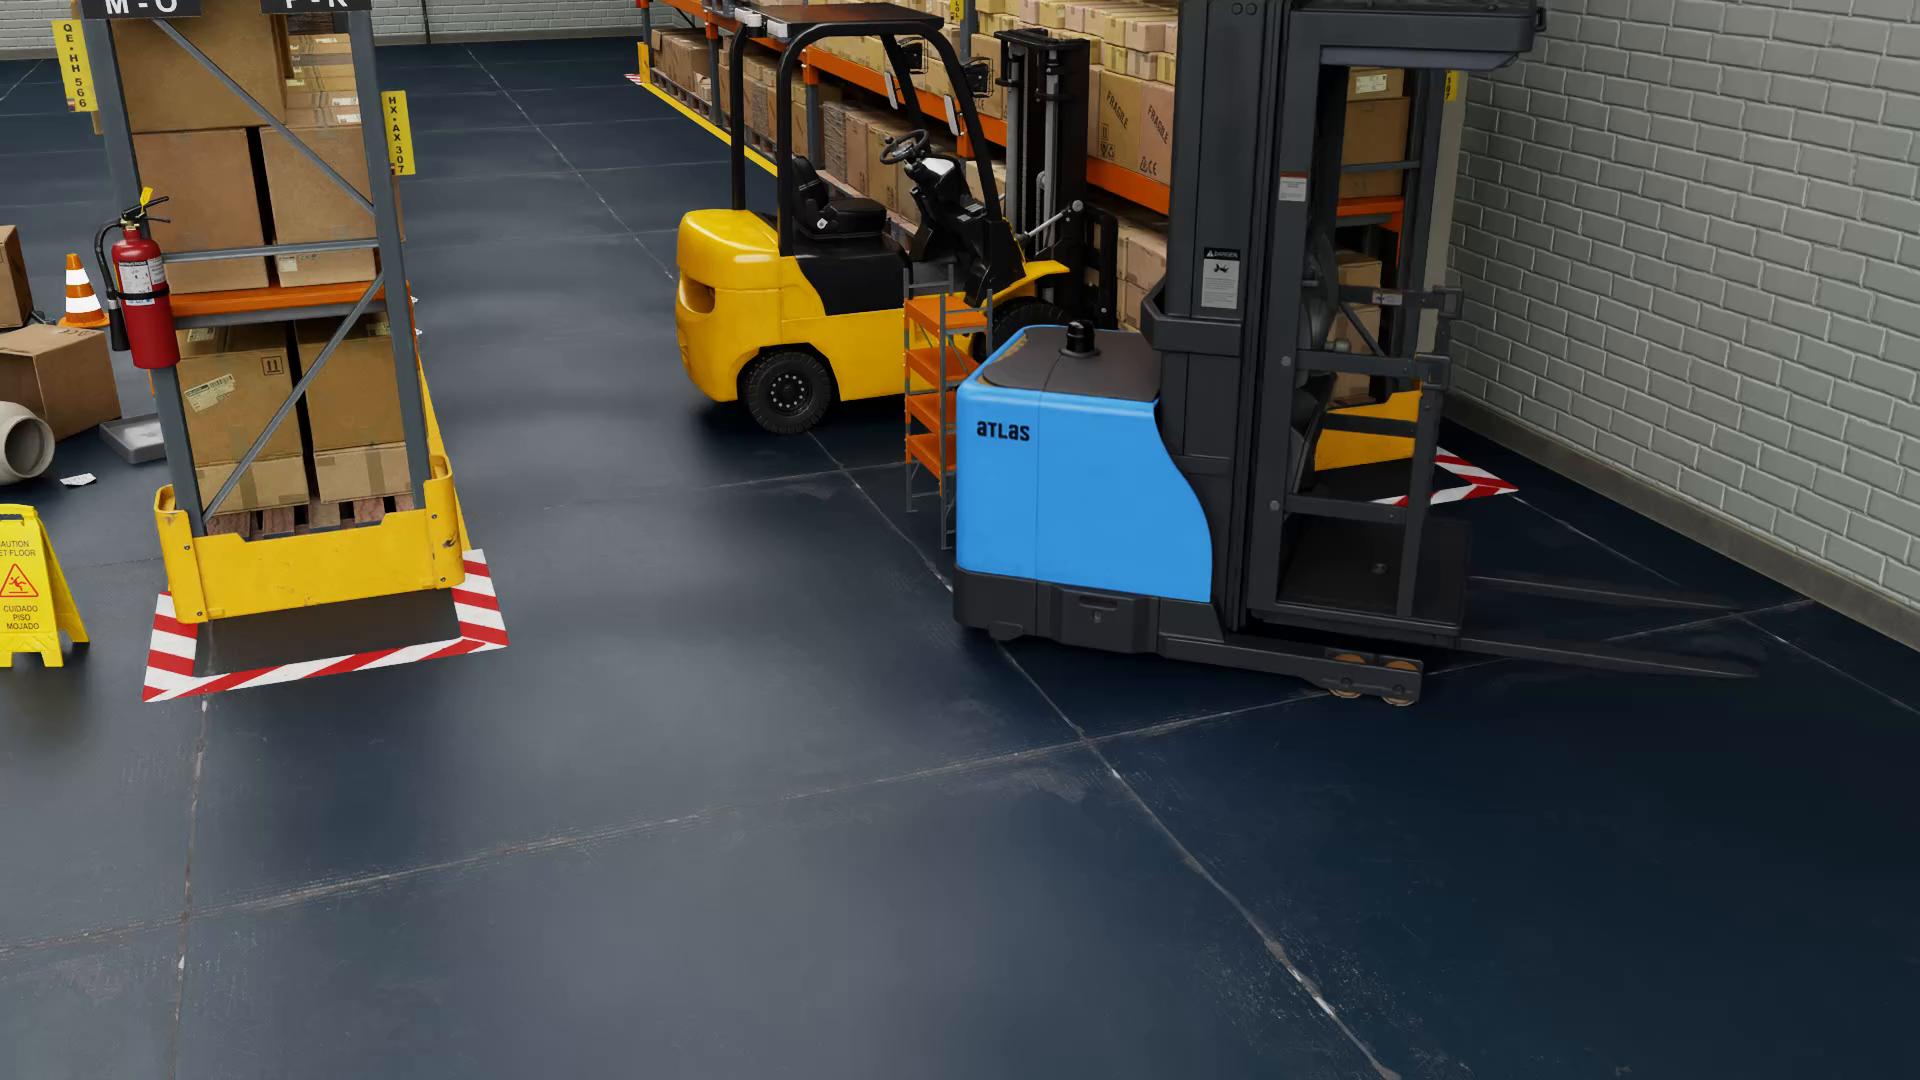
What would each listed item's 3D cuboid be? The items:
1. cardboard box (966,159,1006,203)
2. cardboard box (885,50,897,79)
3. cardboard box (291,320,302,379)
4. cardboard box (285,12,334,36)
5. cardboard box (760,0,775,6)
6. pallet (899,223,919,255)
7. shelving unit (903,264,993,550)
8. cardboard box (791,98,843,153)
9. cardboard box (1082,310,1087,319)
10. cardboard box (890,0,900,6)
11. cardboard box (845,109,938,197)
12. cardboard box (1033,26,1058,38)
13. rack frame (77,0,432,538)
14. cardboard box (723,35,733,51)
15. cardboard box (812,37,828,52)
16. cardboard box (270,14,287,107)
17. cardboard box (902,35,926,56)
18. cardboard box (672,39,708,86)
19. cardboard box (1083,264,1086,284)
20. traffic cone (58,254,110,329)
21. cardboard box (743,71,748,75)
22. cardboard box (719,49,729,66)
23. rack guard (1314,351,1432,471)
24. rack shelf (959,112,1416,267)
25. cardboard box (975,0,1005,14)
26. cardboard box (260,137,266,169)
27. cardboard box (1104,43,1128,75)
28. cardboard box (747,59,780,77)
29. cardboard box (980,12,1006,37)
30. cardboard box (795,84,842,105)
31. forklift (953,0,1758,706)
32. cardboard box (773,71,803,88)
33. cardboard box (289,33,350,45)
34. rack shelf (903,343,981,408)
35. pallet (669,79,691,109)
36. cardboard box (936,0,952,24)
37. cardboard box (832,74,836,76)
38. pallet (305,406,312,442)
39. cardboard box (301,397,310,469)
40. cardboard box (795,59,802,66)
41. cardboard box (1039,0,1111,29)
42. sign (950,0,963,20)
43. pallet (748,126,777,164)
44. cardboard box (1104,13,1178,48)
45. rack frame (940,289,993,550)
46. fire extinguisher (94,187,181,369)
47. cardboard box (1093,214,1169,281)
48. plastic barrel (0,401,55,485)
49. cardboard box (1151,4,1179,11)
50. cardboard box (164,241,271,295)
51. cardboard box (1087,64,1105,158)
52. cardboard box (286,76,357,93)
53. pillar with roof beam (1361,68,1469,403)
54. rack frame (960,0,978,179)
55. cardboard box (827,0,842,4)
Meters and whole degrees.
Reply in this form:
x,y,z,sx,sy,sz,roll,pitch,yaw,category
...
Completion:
x,y,z,sx,sy,sz,roll,pitch,yaw,category
0.364,-2.445,11.402,0.500,0.250,0.500,-9,24,-20,cardboard box
-0.266,-3.722,12.911,0.500,0.250,0.500,-8,24,-19,cardboard box
-3.629,-1.042,8.394,0.500,0.500,0.500,-9,24,-20,cardboard box
-4.053,-3.181,10.382,0.500,0.500,0.500,-8,24,-18,cardboard box
-1.602,-5.194,15.863,0.500,0.250,0.500,-10,25,-21,cardboard box
0.190,-2.254,12.827,1.003,0.211,1.213,-8,24,-19,pallet
-0.059,-0.613,7.660,0.258,1.200,0.503,-8,24,-19,shelving unit
-1.444,-4.079,16.244,0.500,0.500,0.500,-9,24,-20,cardboard box
0.899,-1.428,10.275,0.500,0.250,0.500,-8,24,-17,cardboard box
-0.321,-4.176,12.831,0.380,0.149,0.250,-8,24,-19,cardboard box
-0.481,-3.365,14.388,0.875,0.625,0.625,-8,24,-17,cardboard box
0.673,-3.090,10.255,0.380,0.149,0.250,-9,24,-20,cardboard box
-2.743,-1.141,6.595,1.000,3.000,0.127,-8,24,-19,rack frame
-2.405,-5.503,18.403,0.380,0.149,0.250,-9,24,-20,cardboard box
-0.998,-4.466,14.678,0.500,0.250,0.500,-8,24,-19,cardboard box
-3.299,-2.126,7.132,0.700,0.500,0.500,-8,24,-18,cardboard box
-0.114,-3.767,12.376,0.500,0.250,0.500,-9,24,-20,cardboard box
-3.266,-5.922,20.615,0.500,0.500,0.500,-8,24,-18,cardboard box
0.893,-1.665,10.194,0.500,0.250,0.500,-8,24,-19,cardboard box
-5.903,-1.684,11.150,0.336,0.463,0.334,-8,24,-19,traffic cone
-2.182,-4.827,18.017,0.500,0.500,0.500,-9,24,-20,cardboard box
-2.462,-5.357,18.441,0.380,0.149,0.250,-7,24,-16,cardboard box
1.908,-0.663,8.679,1.175,0.500,0.348,-8,24,-19,rack guard
1.193,-2.219,10.078,1.077,0.370,4.000,-8,24,-19,rack shelf
0.322,-3.602,11.088,0.380,0.149,0.250,-8,24,-18,cardboard box
-3.700,-2.035,8.205,0.500,0.500,0.500,-8,24,-18,cardboard box
1.039,-2.719,9.374,0.380,0.149,0.250,-8,24,-19,cardboard box
-2.027,-4.982,17.551,0.380,0.149,0.250,-8,24,-19,cardboard box
0.353,-3.470,11.157,0.380,0.149,0.250,-9,24,-20,cardboard box
-1.338,-4.216,15.732,0.380,0.149,0.250,-10,25,-22,cardboard box
1.546,-0.956,6.245,3.031,2.935,1.130,7,24,17,forklift
-1.654,-4.605,16.656,0.380,0.149,0.250,-9,24,-20,cardboard box
-3.766,-2.650,9.664,0.500,0.500,0.500,-9,24,-20,cardboard box
-0.059,-0.757,7.599,0.258,0.148,0.480,-8,24,-19,rack shelf
-3.016,-5.592,20.747,1.003,0.211,1.213,-8,24,-19,pallet
0.050,-3.807,11.956,0.380,0.149,0.250,-9,24,-20,cardboard box
-1.060,-4.594,16.631,0.380,0.149,0.250,-10,25,-21,cardboard box
-3.451,-0.626,8.964,1.003,0.211,1.213,-8,24,-19,pallet
-3.455,-0.514,8.106,0.500,0.250,0.500,-8,24,-19,cardboard box
-1.586,-5.051,17.715,0.380,0.149,0.250,-8,24,-18,cardboard box
0.709,-3.230,10.205,0.380,0.149,0.250,-9,24,-20,cardboard box
-0.018,-3.696,11.268,0.100,0.325,0.005,-8,24,-19,sign
-1.582,-4.164,17.359,1.003,0.211,1.213,-8,24,-19,pallet
1.031,-2.857,9.319,0.380,0.149,0.250,-8,24,-18,cardboard box
0.028,-0.524,7.449,0.240,1.200,0.015,-8,24,-19,rack frame
-3.133,-1.001,6.362,0.296,0.674,0.183,-8,24,-19,fire extinguisher
1.072,-1.702,9.638,0.500,0.250,0.500,-8,24,-18,cardboard box
-4.889,-0.497,8.383,0.512,0.421,0.421,8,24,18,plastic barrel
1.365,-3.118,9.940,0.380,0.149,0.250,-8,24,-17,cardboard box
-3.075,-1.132,6.897,0.380,0.149,0.250,-8,24,-17,cardboard box
0.936,-2.569,9.855,0.500,0.500,0.500,-8,24,-19,cardboard box
-3.018,-1.907,7.901,0.500,0.500,0.500,-9,24,-20,cardboard box
-1.530,-4.374,6.541,9.100,9.000,0.400,-8,24,-19,pillar with roof beam
0.487,-3.277,11.663,1.000,3.000,0.127,-8,24,-19,rack frame
-0.822,-4.515,14.149,0.500,0.250,0.500,-8,24,-17,cardboard box
